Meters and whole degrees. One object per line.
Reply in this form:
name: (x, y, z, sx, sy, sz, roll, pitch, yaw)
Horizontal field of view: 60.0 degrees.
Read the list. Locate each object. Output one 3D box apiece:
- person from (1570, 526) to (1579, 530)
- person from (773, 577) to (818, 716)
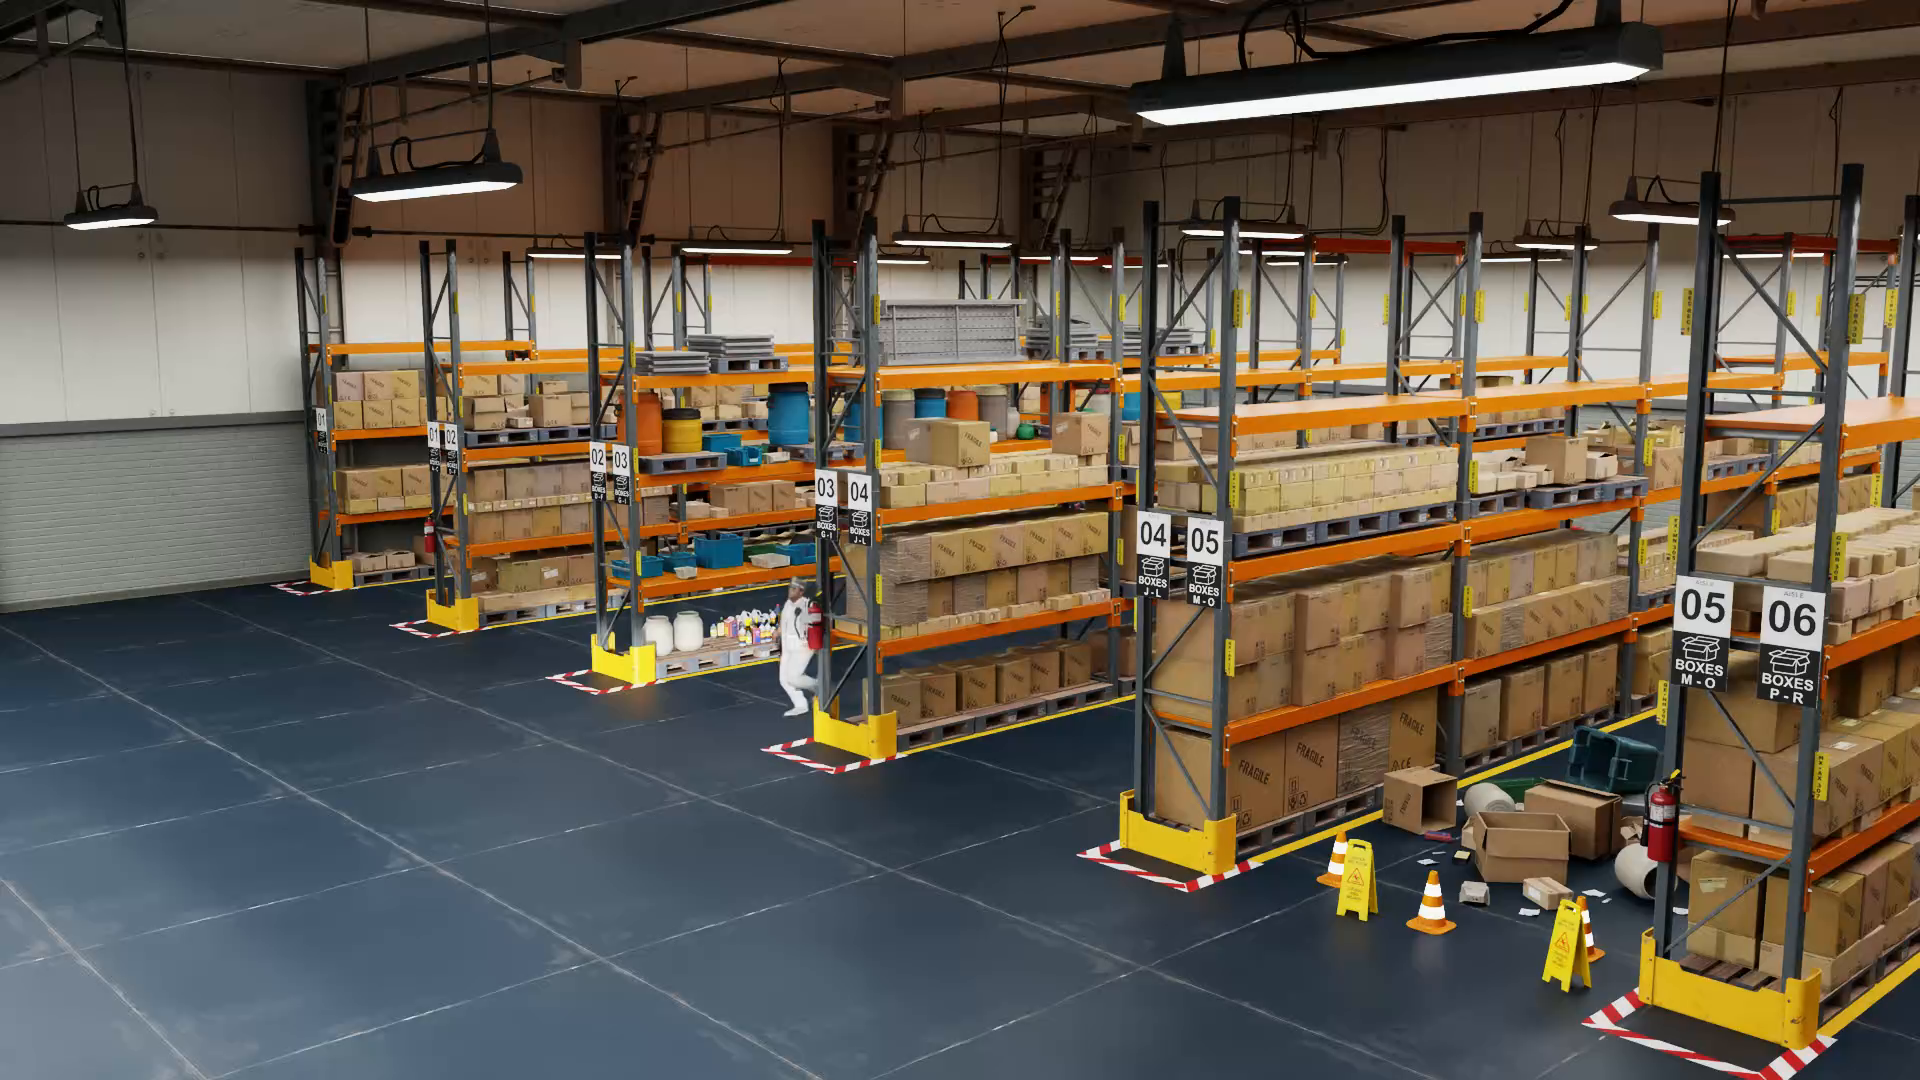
person: (9.158, 0.655, 24.965, 0.657, 1.738, 0.651, 8, 12, 44)
person: (-2.002, 1.313, 20.525, 0.719, 1.742, 0.567, 8, 12, 44)
